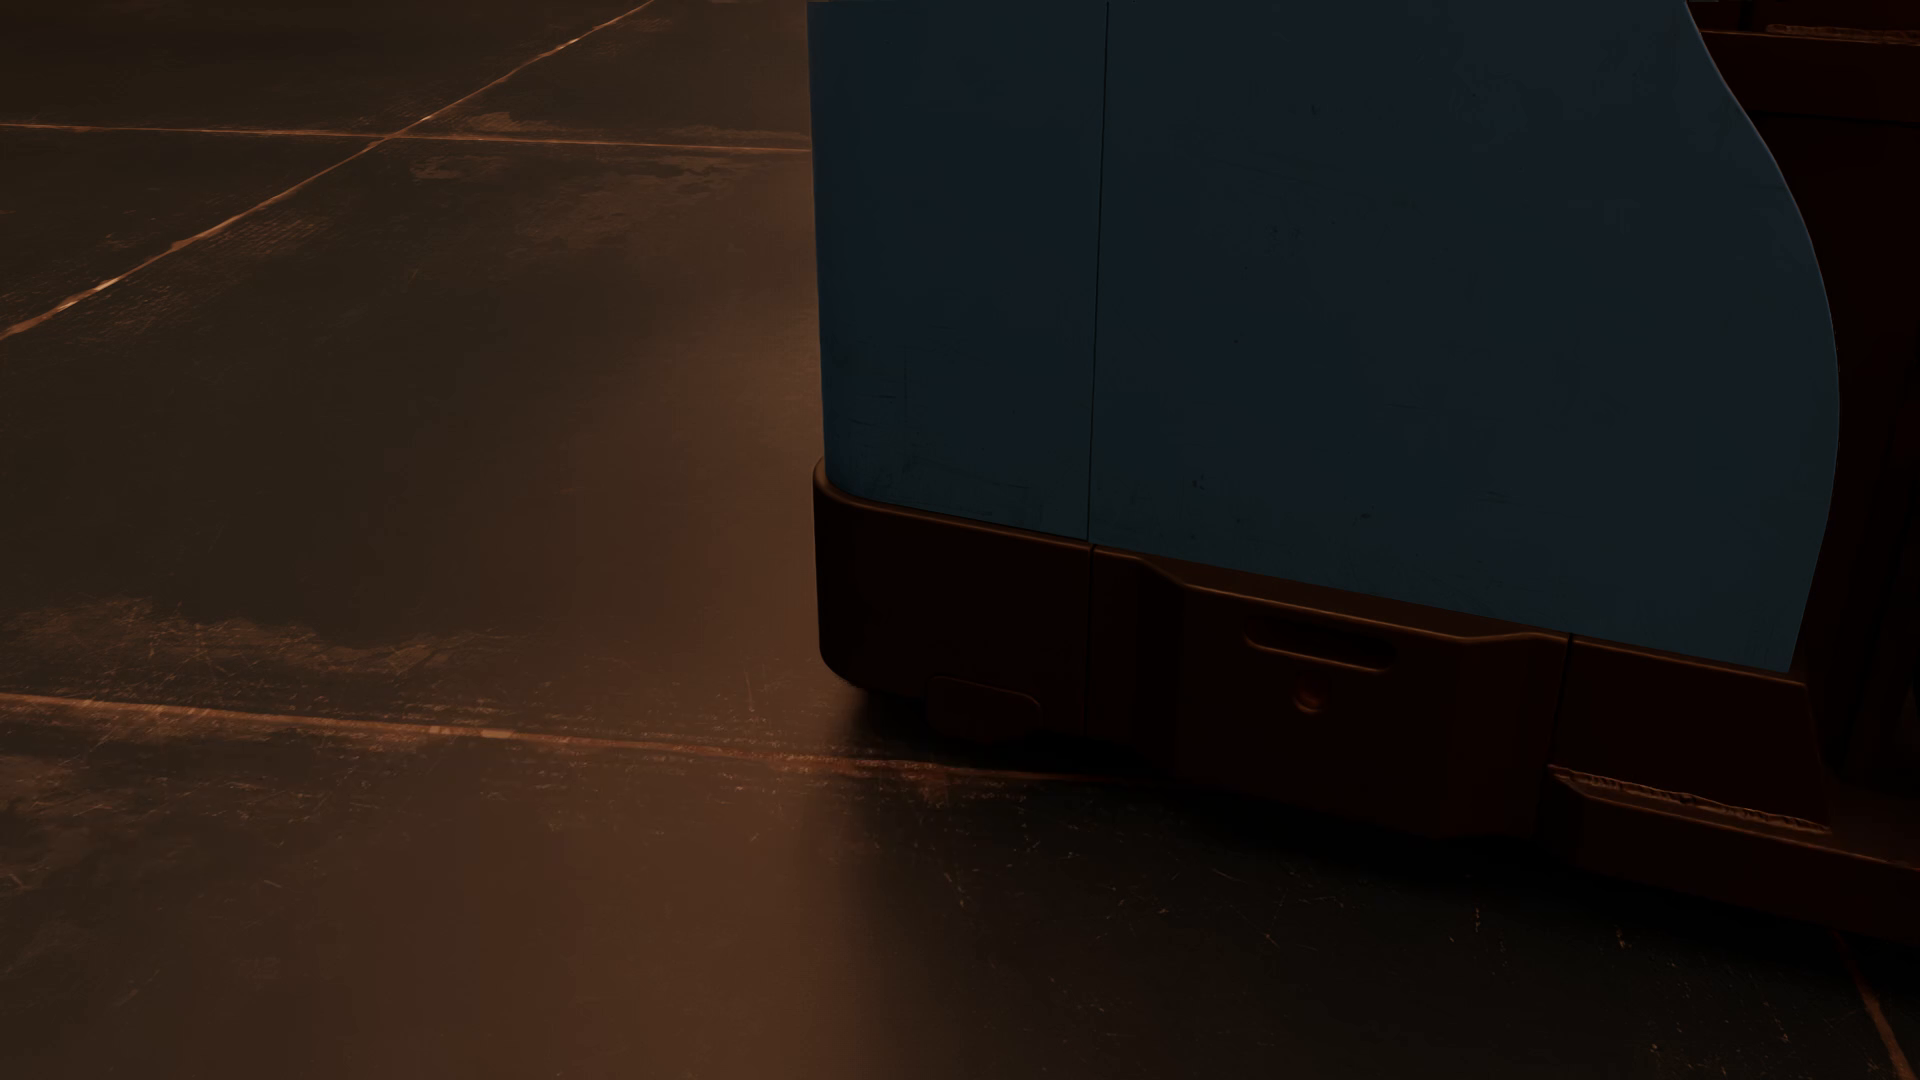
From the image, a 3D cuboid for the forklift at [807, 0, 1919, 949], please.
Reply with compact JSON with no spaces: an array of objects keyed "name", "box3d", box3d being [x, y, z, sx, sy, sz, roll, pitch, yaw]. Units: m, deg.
[{"name":"forklift","box3d":[1.391,-1.036,1.294,3.031,2.935,1.130,11,29,21]}]
